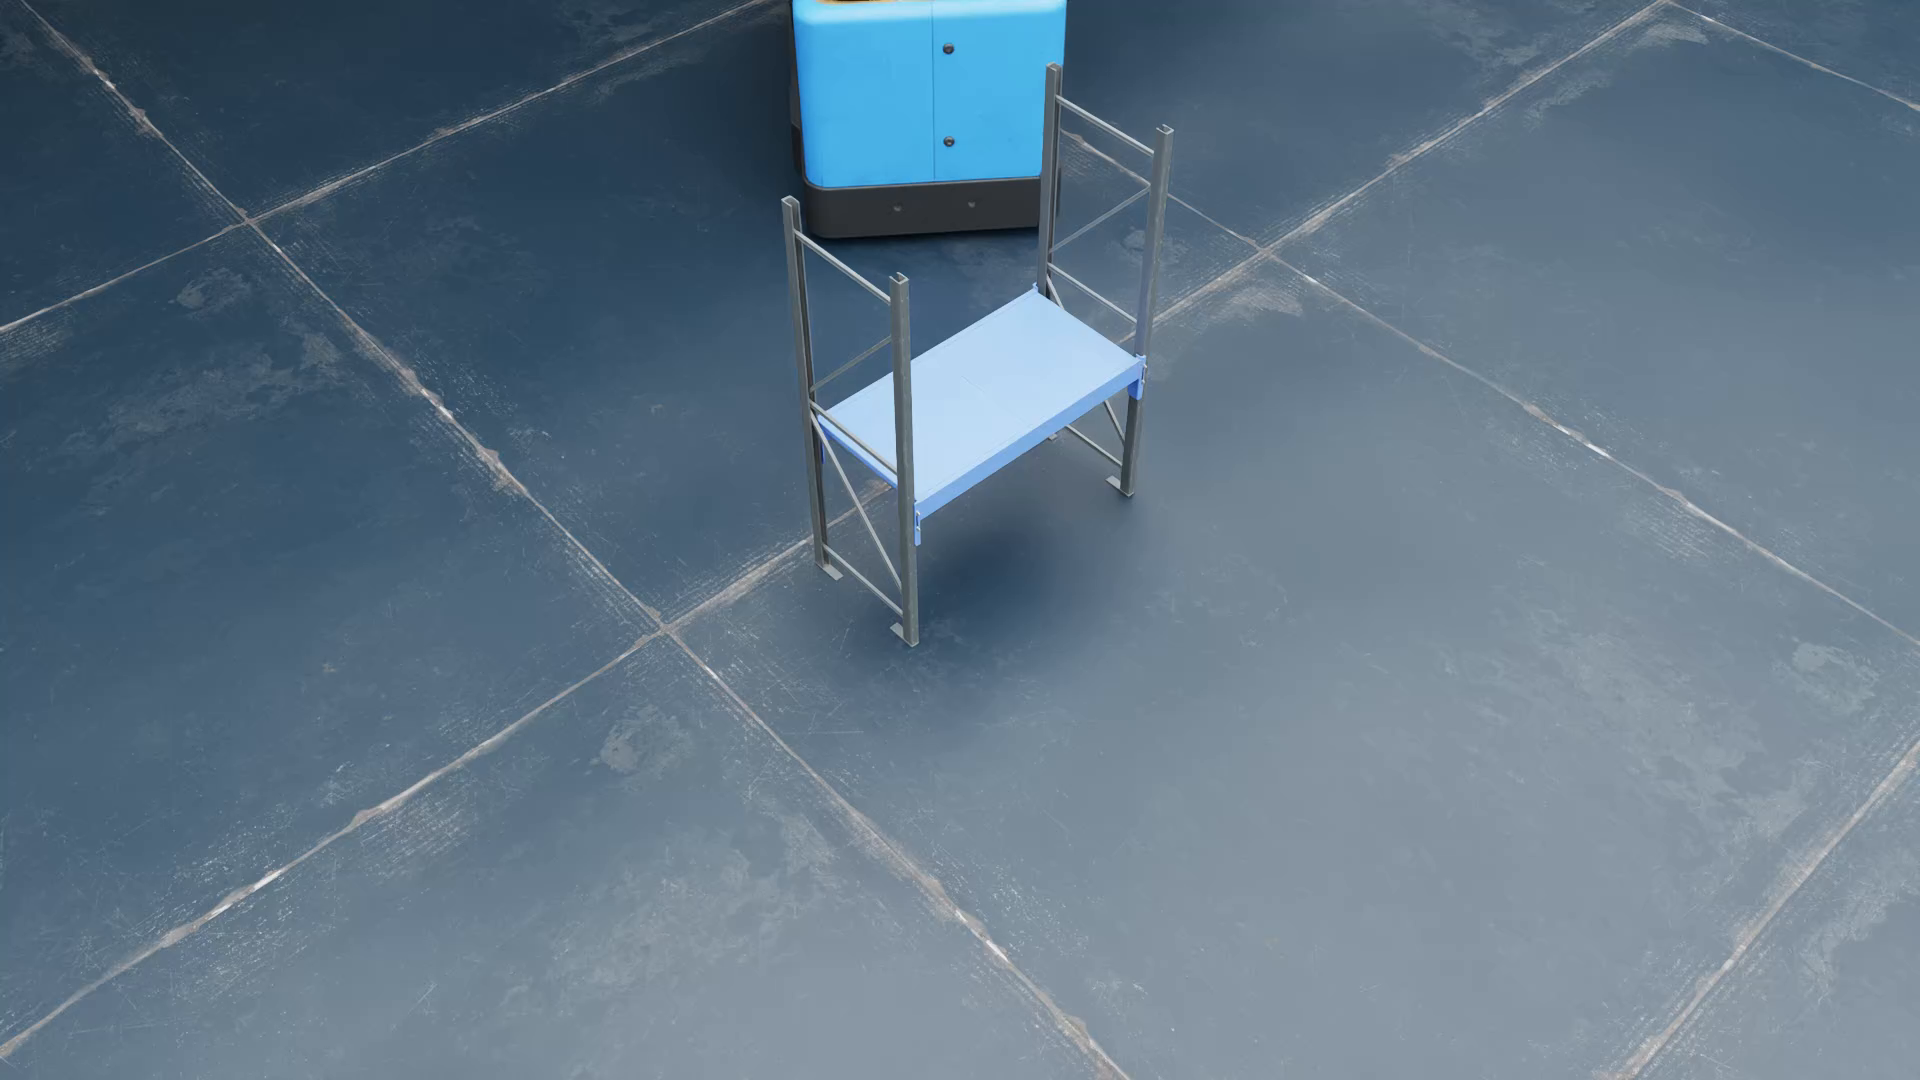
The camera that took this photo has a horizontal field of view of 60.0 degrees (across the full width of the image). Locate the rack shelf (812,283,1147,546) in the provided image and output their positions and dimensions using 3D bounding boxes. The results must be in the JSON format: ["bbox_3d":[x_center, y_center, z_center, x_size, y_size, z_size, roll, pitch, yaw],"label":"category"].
[{"bbox_3d":[0.063,-0.429,5.370,1.000,0.185,0.538,-34,56,-27],"label":"rack shelf"}]

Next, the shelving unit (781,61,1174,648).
[{"bbox_3d":[0.063,-0.551,5.238,1.048,1.500,0.538,-34,56,-27],"label":"shelving unit"}]

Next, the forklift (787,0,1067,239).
[{"bbox_3d":[-0.242,-3.312,6.812,1.130,2.935,3.031,-4,47,-4],"label":"forklift"}]

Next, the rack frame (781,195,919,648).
[{"bbox_3d":[-0.313,-0.299,5.006,0.032,1.500,0.500,-34,56,-27],"label":"rack frame"}]

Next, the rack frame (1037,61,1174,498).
[{"bbox_3d":[0.439,-0.802,5.470,0.032,1.500,0.500,-34,56,-27],"label":"rack frame"}]
